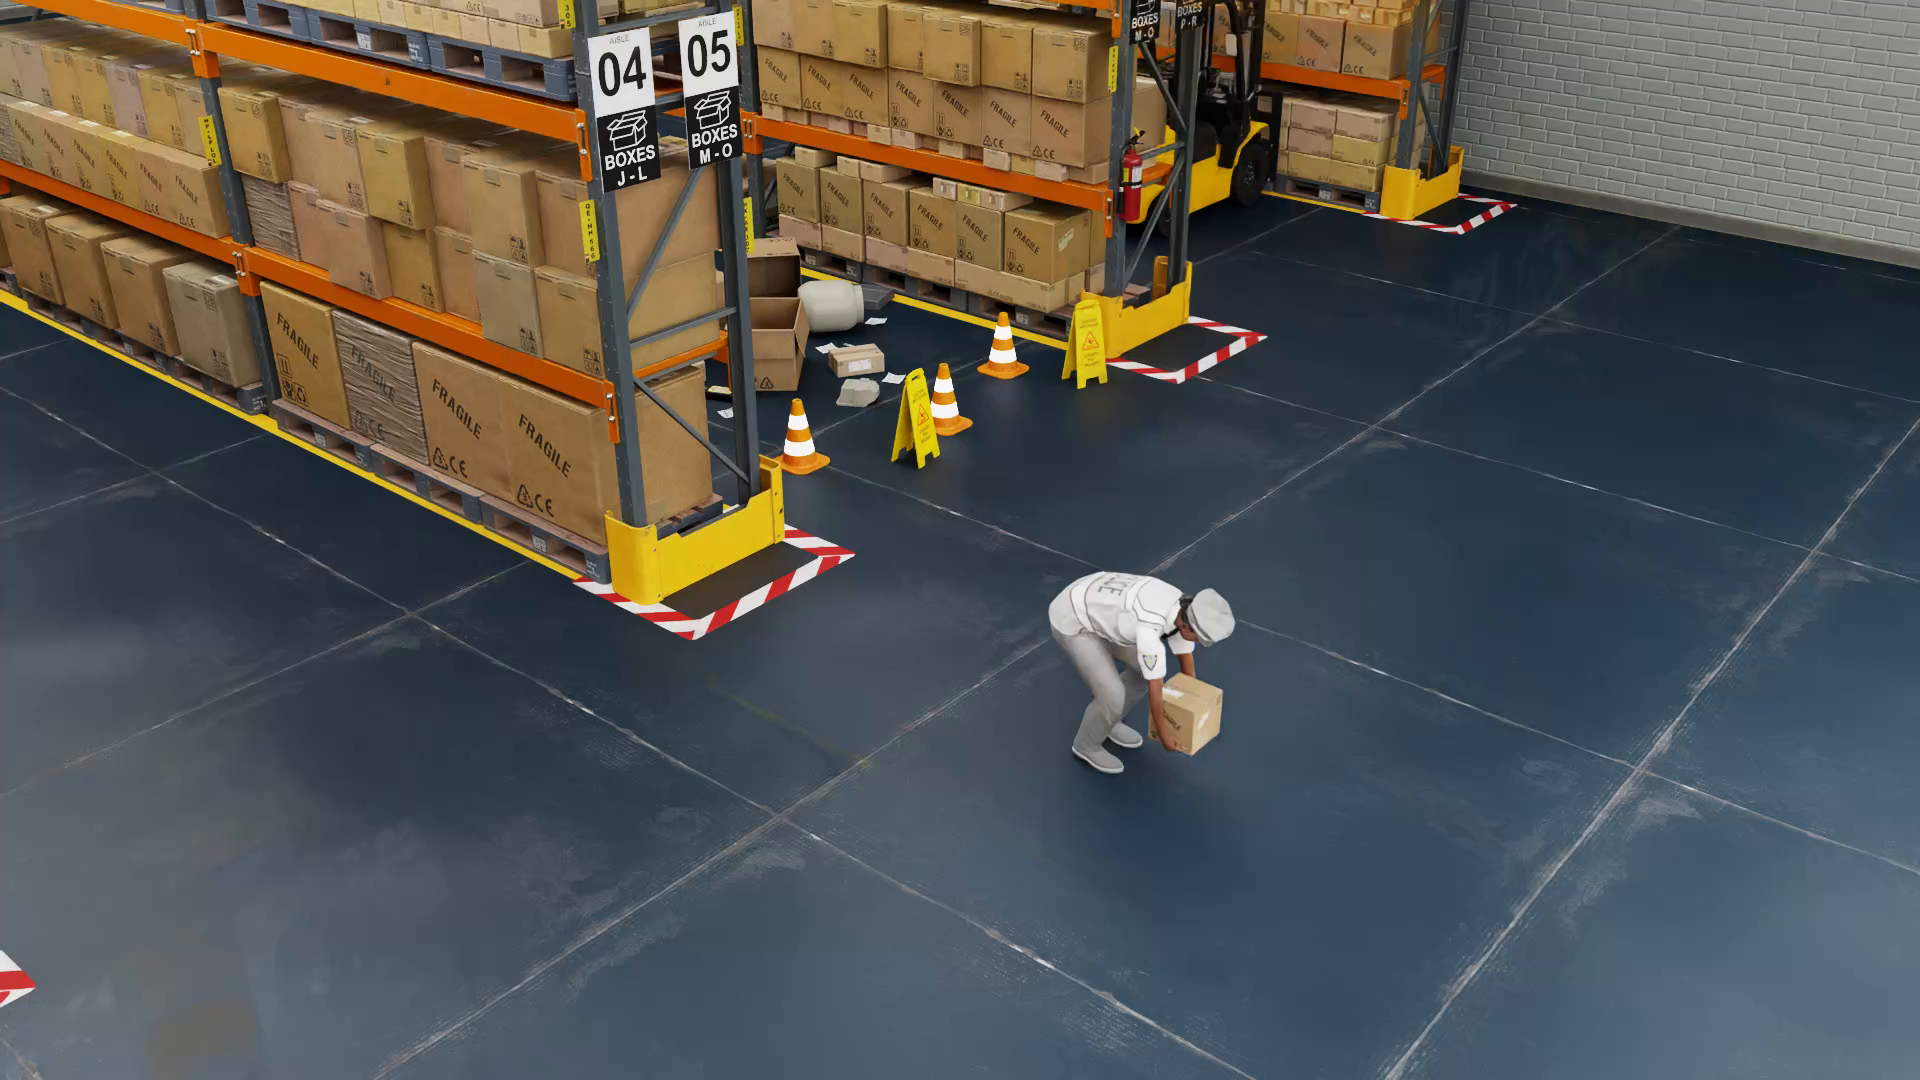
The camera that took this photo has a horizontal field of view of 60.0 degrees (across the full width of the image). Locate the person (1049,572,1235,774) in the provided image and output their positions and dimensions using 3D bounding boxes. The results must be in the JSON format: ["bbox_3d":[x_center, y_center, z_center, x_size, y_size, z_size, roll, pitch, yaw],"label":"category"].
[{"bbox_3d":[0.865,0.634,8.056,0.933,1.064,0.454,19,33,32],"label":"person"}]
